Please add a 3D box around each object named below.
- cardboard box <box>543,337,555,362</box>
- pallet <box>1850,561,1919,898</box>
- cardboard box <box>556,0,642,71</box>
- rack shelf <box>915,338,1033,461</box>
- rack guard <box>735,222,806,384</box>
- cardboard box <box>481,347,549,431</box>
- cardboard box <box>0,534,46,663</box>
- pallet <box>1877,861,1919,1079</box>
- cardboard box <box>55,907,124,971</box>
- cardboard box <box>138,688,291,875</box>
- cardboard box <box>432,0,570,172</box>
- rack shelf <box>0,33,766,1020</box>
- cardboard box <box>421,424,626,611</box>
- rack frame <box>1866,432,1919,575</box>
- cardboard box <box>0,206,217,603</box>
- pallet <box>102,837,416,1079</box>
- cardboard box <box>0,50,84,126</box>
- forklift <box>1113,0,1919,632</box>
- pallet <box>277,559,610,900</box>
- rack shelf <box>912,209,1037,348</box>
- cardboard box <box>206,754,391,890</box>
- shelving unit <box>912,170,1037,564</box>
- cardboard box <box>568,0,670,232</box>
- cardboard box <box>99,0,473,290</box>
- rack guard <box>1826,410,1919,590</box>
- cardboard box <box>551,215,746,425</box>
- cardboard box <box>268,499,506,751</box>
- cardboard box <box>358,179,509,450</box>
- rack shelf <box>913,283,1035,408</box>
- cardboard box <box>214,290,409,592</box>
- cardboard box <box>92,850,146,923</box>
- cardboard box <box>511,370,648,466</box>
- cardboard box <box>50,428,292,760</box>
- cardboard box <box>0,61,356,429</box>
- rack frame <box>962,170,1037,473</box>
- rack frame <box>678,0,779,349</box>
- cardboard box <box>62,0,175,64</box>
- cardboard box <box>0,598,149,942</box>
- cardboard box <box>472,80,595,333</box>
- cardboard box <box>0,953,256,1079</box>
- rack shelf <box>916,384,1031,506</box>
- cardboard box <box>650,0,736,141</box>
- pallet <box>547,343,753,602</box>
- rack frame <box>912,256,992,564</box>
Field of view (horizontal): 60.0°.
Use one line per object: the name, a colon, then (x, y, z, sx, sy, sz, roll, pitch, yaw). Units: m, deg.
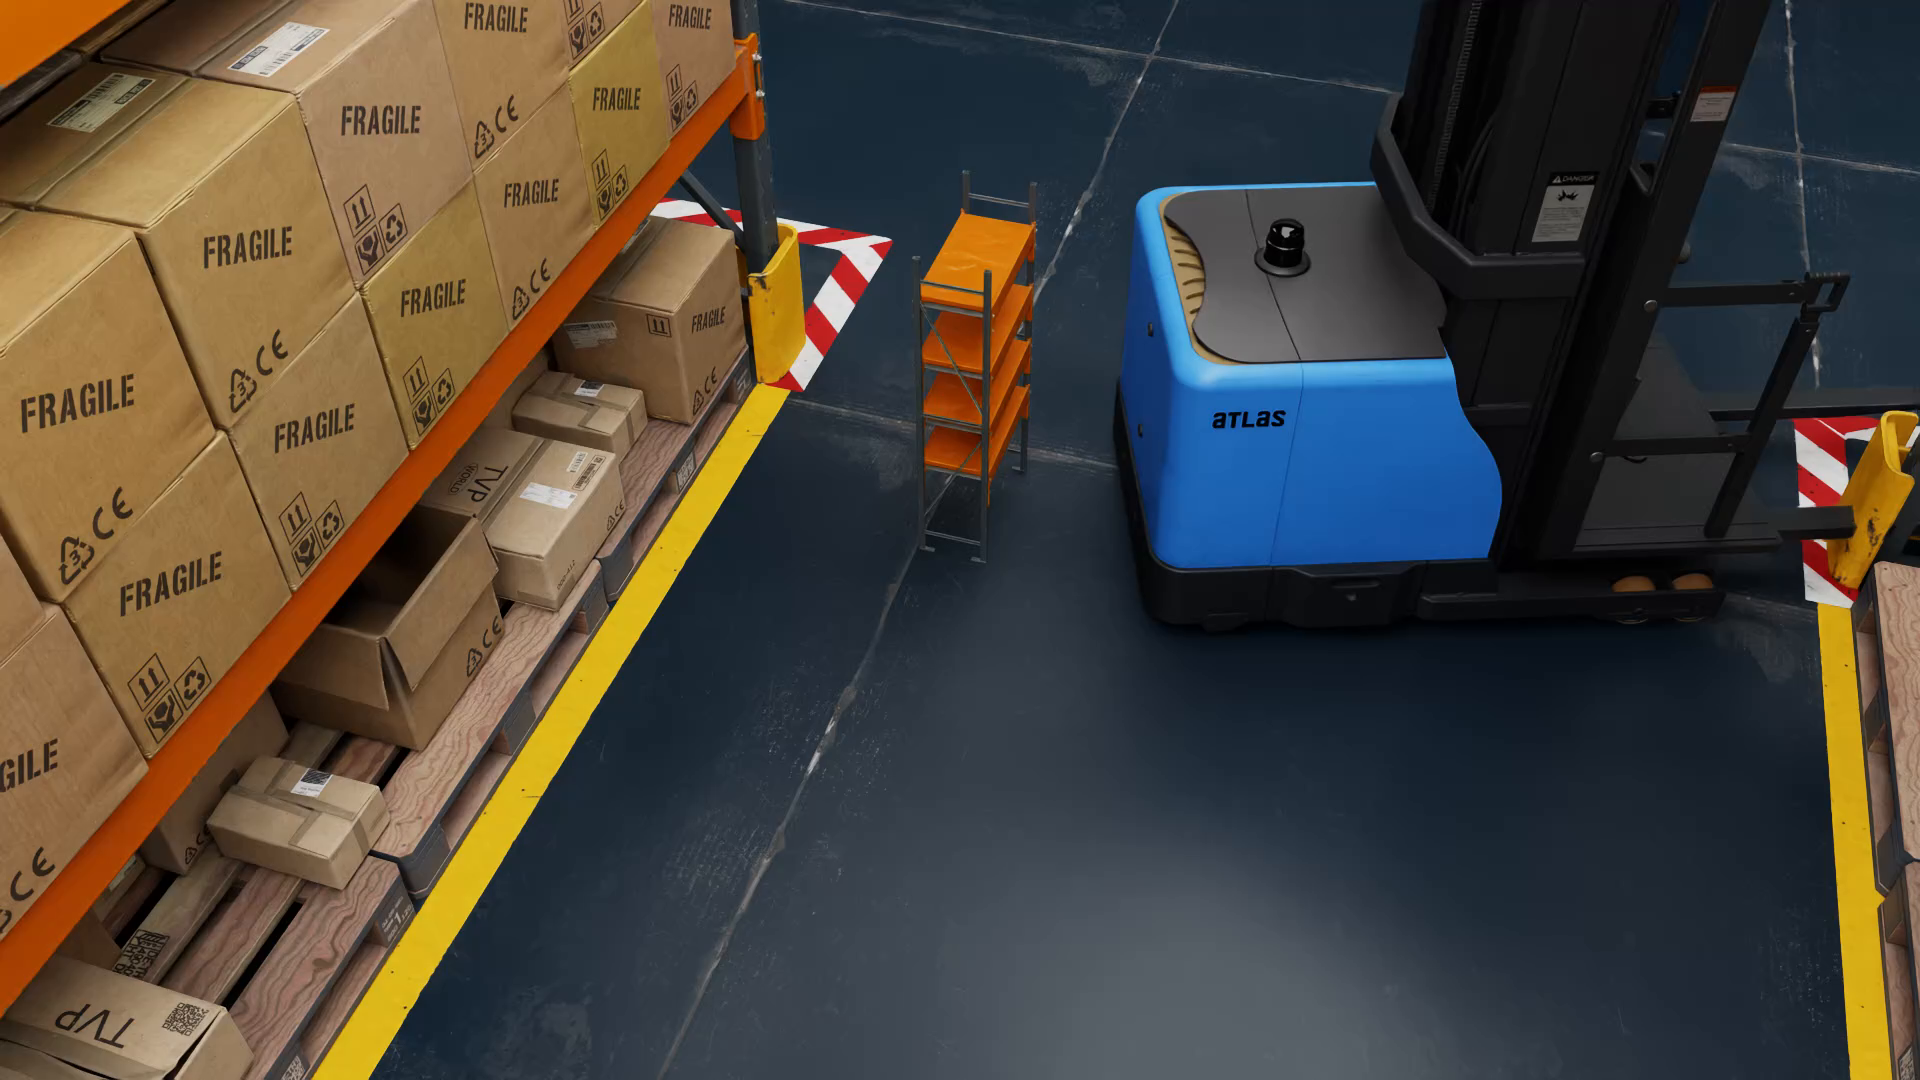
cardboard box: (-1.706, -0.719, 6.051, 0.380, 0.166, 0.250, 13, 46, 13)
pallet: (3.257, 0.642, 4.943, 1.003, 0.211, 1.213, 13, 46, 13)
cardboard box: (-1.201, -1.649, 4.504, 0.500, 0.500, 0.500, 14, 46, 14)
rack shelf: (0.050, -0.491, 5.490, 0.258, 0.148, 0.480, 13, 46, 13)
rack guard: (-1.199, -1.003, 6.418, 1.175, 0.500, 0.348, 13, 46, 13)
cardboard box: (-1.762, -0.486, 5.754, 0.500, 0.250, 0.500, 13, 46, 13)
cardboard box: (-1.976, 0.071, 2.746, 0.500, 0.500, 0.500, 14, 46, 14)
pallet: (2.886, 1.453, 4.114, 1.003, 0.211, 1.213, 13, 46, 13)
cardboard box: (-2.485, 1.015, 4.041, 0.500, 0.500, 0.500, 13, 46, 13)
cardboard box: (-2.258, 0.583, 4.618, 0.500, 0.311, 0.500, 13, 46, 13)
cardboard box: (-1.353, -1.302, 4.150, 0.500, 0.500, 0.500, 14, 46, 14)
rack shelf: (-1.781, -0.357, 4.485, 1.077, 0.370, 4.000, 13, 46, 13)
cardboard box: (-1.422, -0.080, 5.339, 0.500, 0.250, 0.500, 13, 46, 13)
rack frame: (3.544, -0.896, 4.521, 1.000, 3.000, 0.127, 13, 46, 13)
cardboard box: (-1.820, -0.273, 3.098, 0.500, 0.500, 0.500, 11, 45, 11)
pallet: (-2.178, 1.258, 4.314, 1.003, 0.211, 1.213, 13, 46, 13)
cardboard box: (-2.175, -0.744, 3.579, 0.500, 0.500, 0.500, 13, 46, 13)
forklift: (2.089, -1.142, 4.821, 3.031, 2.935, 1.130, -2, 44, -2)
pallet: (-1.811, 0.442, 5.147, 1.003, 0.211, 1.213, 13, 46, 13)
rack shelf: (0.050, -0.820, 5.168, 0.258, 0.148, 0.480, 13, 46, 13)
cardboard box: (-1.801, 0.762, 4.538, 0.380, 0.166, 0.250, 13, 46, 13)
shelving unit: (0.050, -0.539, 5.443, 0.258, 1.200, 0.503, 13, 46, 13)
cardboard box: (-1.206, -1.280, 4.842, 0.500, 0.500, 0.500, 13, 46, 13)
cardboard box: (-1.509, -0.960, 3.800, 0.500, 0.500, 0.500, 14, 46, 14)
rack guard: (3.539, -0.021, 5.414, 1.175, 0.500, 0.348, 13, 46, 13)
cardboard box: (-1.106, -0.797, 5.892, 0.500, 0.500, 0.500, 13, 46, 13)
cardboard box: (-1.823, 0.200, 4.871, 0.797, 0.503, 0.637, 13, 46, 13)
cardboard box: (-1.515, -0.613, 4.160, 0.500, 0.500, 0.500, 12, 46, 12)
rack shelf: (0.050, -0.651, 5.334, 0.258, 0.148, 0.480, 13, 46, 13)
cardboard box: (-1.667, -0.274, 3.814, 0.500, 0.500, 0.500, 12, 46, 12)
cardboard box: (-2.428, 0.878, 4.432, 0.380, 0.149, 0.250, 13, 46, 13)
cardboard box: (-1.314, -0.427, 5.752, 0.380, 0.166, 0.250, 13, 46, 13)
cardboard box: (-1.821, 0.059, 3.473, 0.500, 0.500, 0.500, 13, 46, 13)
cardboard box: (-1.664, -0.615, 3.448, 0.500, 0.500, 0.500, 11, 46, 11)
rack frame: (0.124, -0.702, 5.609, 0.240, 1.200, 0.015, 13, 46, 13)
rack frame: (-1.176, -1.947, 5.595, 1.000, 3.000, 0.127, 13, 46, 13)
cardboard box: (-2.022, -1.079, 3.922, 0.500, 0.500, 0.500, 12, 46, 12)
cardboard box: (-1.973, 0.401, 3.124, 0.500, 0.500, 0.500, 14, 46, 14)
cardboard box: (-1.362, -0.949, 4.504, 0.500, 0.500, 0.500, 13, 46, 13)
cardboard box: (-2.054, 1.289, 3.896, 0.500, 0.311, 0.500, 13, 46, 13)
rack shelf: (0.050, -0.349, 5.629, 0.258, 0.148, 0.480, 13, 46, 13)
cardboard box: (-1.052, -1.627, 5.196, 0.500, 0.500, 0.500, 14, 46, 14)
pallet: (-1.439, -0.368, 5.976, 1.003, 0.211, 1.213, 13, 46, 13)
rack frame: (-0.024, -0.377, 5.277, 0.240, 1.200, 0.015, 13, 46, 13)
